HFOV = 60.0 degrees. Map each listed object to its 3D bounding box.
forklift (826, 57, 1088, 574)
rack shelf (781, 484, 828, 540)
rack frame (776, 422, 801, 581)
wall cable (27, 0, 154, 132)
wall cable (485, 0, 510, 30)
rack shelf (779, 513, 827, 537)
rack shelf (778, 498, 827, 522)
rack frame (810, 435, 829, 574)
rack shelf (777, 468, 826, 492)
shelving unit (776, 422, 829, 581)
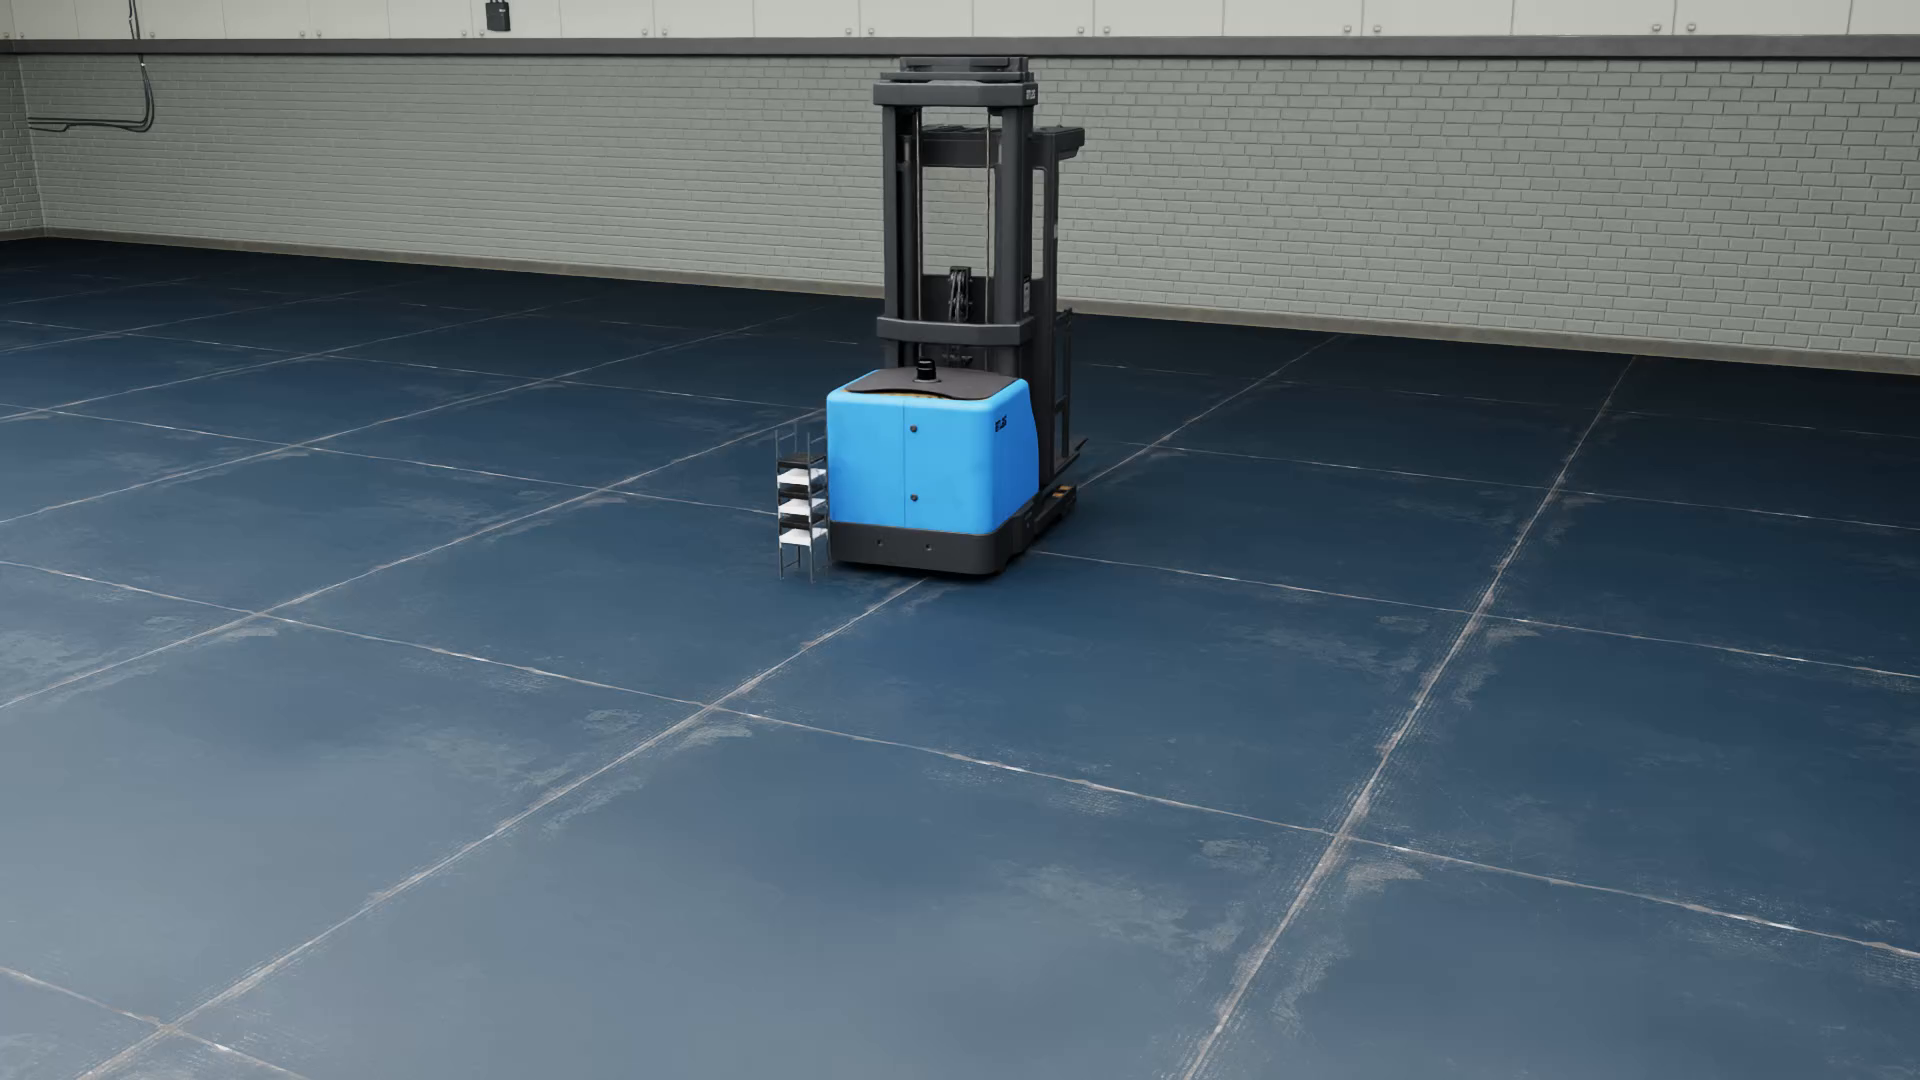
[{"bbox_3d":[5.329,-3.755,7.366,20.543,9.002,51.999,5,17,17],"label":"forklift"},{"bbox_3d":[-0.907,-0.166,9.678,0.190,0.281,0.221,7,18,22],"label":"rack shelf"},{"bbox_3d":[-1.001,-0.225,9.701,0.006,0.900,0.240,7,18,22],"label":"rack frame"},{"bbox_3d":[-13.735,-7.623,25.839,3.097,2.526,0.112,8,18,25],"label":"wall cable"},{"bbox_3d":[-5.249,-9.530,20.833,2.305,6.003,0.169,8,18,25],"label":"wall cable"},{"bbox_3d":[-0.907,-0.096,9.699,0.200,0.077,0.258,7,18,22],"label":"rack shelf"},{"bbox_3d":[-0.907,-0.182,9.673,0.200,0.077,0.258,7,18,22],"label":"rack shelf"},{"bbox_3d":[-0.813,-0.203,9.627,0.003,0.785,0.228,7,18,22],"label":"rack frame"},{"bbox_3d":[-0.907,-0.355,9.622,0.200,0.077,0.258,7,18,22],"label":"rack shelf"},{"bbox_3d":[-0.908,-0.214,9.664,0.208,0.900,0.258,7,18,22],"label":"shelving unit"}]
